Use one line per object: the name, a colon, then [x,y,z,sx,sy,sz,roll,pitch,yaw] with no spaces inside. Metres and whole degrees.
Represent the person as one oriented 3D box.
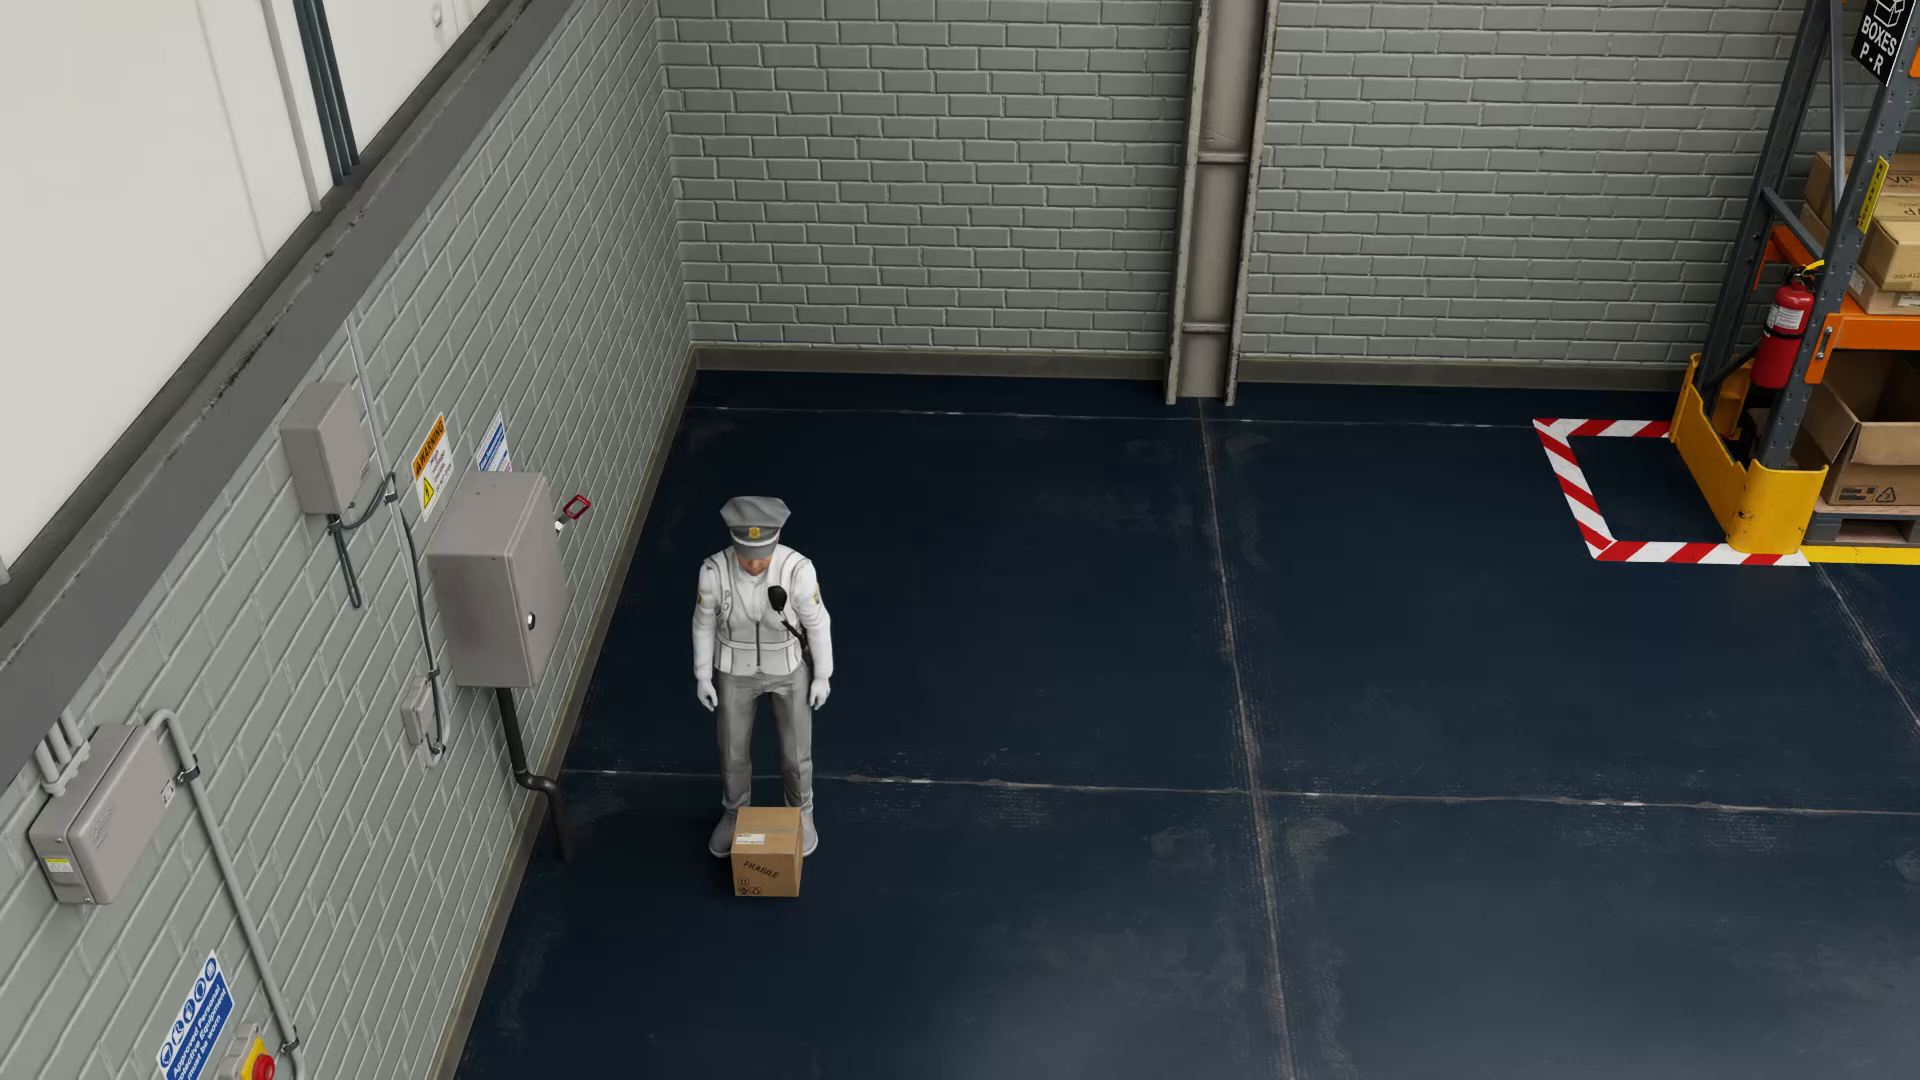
person: [-0.756,0.600,6.453,0.539,1.462,0.358,-1,36,-1]
